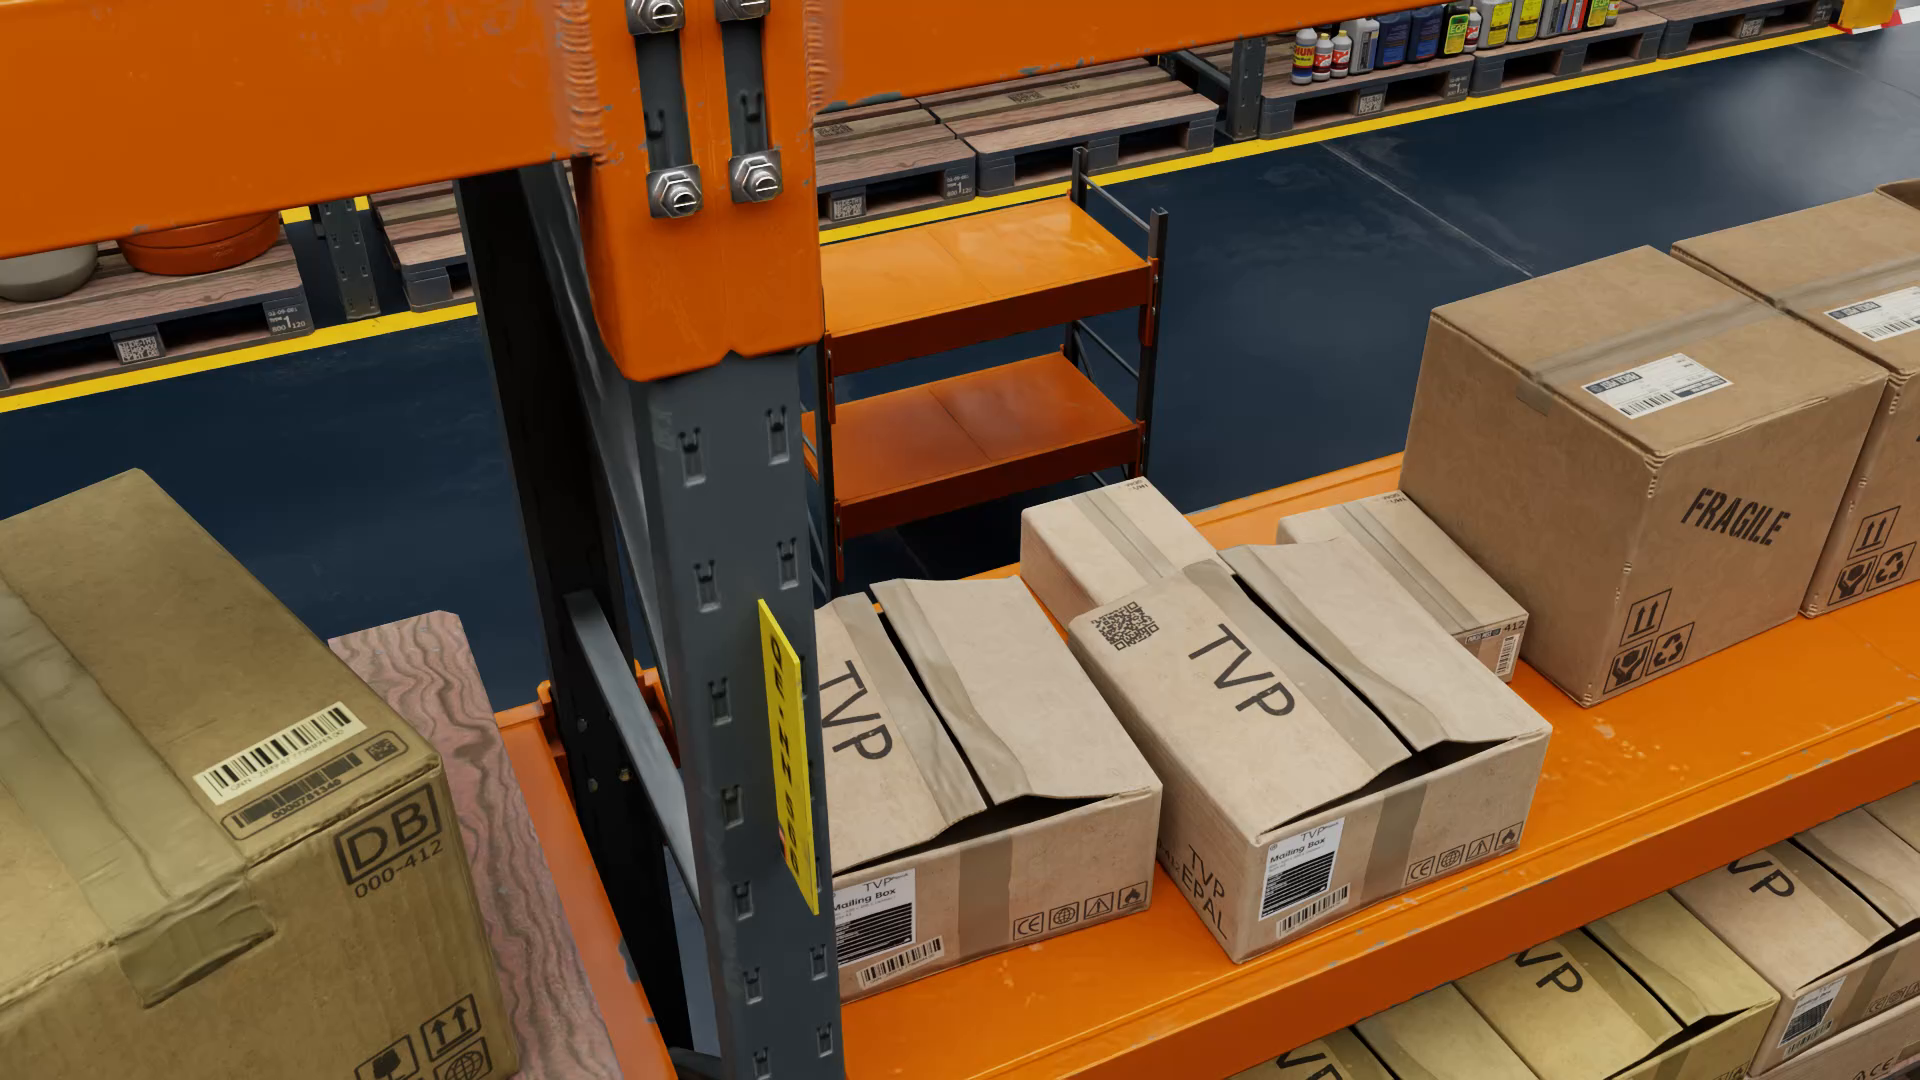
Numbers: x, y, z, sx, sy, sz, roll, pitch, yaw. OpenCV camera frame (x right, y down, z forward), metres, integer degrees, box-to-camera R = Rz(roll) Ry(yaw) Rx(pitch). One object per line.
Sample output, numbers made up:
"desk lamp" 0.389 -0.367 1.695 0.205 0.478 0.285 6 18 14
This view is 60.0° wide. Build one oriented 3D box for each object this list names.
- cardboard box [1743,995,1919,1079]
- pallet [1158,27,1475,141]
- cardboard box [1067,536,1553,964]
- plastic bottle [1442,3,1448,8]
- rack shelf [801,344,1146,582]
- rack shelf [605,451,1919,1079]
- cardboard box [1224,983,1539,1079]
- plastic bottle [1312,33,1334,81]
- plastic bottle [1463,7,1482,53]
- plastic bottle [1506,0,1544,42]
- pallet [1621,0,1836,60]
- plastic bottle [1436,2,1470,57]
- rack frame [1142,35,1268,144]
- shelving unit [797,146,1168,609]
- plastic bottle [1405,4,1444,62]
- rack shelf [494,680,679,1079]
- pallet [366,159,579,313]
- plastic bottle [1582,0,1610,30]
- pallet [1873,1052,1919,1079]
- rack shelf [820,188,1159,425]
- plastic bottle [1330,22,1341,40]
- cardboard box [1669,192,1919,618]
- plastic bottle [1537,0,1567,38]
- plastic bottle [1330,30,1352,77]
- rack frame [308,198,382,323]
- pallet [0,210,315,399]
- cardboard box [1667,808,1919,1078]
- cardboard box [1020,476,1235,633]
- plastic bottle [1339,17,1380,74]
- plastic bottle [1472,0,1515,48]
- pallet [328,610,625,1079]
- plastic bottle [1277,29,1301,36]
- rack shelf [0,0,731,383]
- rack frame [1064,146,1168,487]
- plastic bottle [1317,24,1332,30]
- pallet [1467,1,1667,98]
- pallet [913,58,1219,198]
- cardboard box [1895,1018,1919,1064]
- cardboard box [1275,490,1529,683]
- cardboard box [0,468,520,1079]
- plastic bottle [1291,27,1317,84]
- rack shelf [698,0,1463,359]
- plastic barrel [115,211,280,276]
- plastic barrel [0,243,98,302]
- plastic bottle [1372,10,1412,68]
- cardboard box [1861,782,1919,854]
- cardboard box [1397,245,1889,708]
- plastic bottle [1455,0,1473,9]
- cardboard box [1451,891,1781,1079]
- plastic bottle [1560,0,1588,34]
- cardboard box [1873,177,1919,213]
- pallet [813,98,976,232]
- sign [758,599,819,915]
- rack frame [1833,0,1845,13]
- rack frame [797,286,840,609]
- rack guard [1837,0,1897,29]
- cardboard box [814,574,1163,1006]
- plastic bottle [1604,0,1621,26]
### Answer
"cardboard box" 1.587 0.919 3.448 0.500 0.250 0.500 -15 39 -19
"pallet" 1.747 -2.362 8.258 1.213 0.211 1.003 -16 39 -20
"cardboard box" 0.493 0.264 2.451 0.500 0.311 0.500 -16 39 -20
"plastic bottle" 2.316 -2.501 8.026 0.097 0.271 0.097 0 37 0
"rack shelf" -0.006 -0.254 5.058 1.000 0.278 0.538 -16 39 -20
"rack shelf" 1.412 0.133 3.157 4.000 0.370 1.077 -16 39 -20
"cardboard box" 0.672 0.949 2.938 0.500 0.311 0.500 -17 40 -21
"plastic bottle" 1.688 -2.258 7.756 0.097 0.201 0.097 0 37 0
"plastic bottle" 2.465 -2.475 8.049 0.097 0.201 0.097 0 37 0
"plastic bottle" 2.752 -2.631 8.133 0.185 0.351 0.144 -14 39 -18
"pallet" 3.955 -2.980 9.091 1.213 0.211 1.003 -16 39 -20
"plastic bottle" 2.366 -2.468 7.971 0.133 0.283 0.061 -14 39 -18
"rack frame" 1.121 -3.335 7.228 0.127 3.000 1.000 -16 39 -20
"shelving unit" -0.006 -0.450 4.913 1.048 1.125 0.538 -16 39 -20
"plastic bottle" 2.199 -2.476 7.925 0.185 0.351 0.144 -17 40 -22
"rack shelf" -2.209 1.145 1.792 4.000 0.370 1.077 -16 39 -20
"pallet" -1.782 -1.378 6.930 1.213 0.211 1.003 -16 39 -20
"plastic bottle" 3.168 -2.692 8.273 0.133 0.283 0.061 -15 39 -19
"pallet" 1.466 0.976 3.757 1.213 0.211 1.003 -16 39 -20
"rack shelf" -0.006 -0.685 4.738 1.000 0.278 0.538 -16 39 -20
"plastic bottle" 1.831 -2.419 7.904 0.133 0.283 0.061 -16 39 -20
"cardboard box" 1.590 -0.257 2.995 0.500 0.500 0.500 -16 39 -20
"plastic bottle" 2.900 -2.645 8.215 0.135 0.276 0.152 -17 40 -21
"plastic bottle" 1.780 -2.283 7.790 0.097 0.201 0.097 0 37 0
"rack frame" -2.500 -2.322 5.863 0.127 3.000 1.000 -16 39 -20
"pallet" -3.196 -0.980 6.395 1.213 0.211 1.003 -16 39 -20
"cardboard box" 1.600 0.690 3.286 0.500 0.311 0.500 -16 39 -21
"cardboard box" 0.298 0.074 2.843 0.250 0.149 0.380 -16 39 -20
"plastic bottle" 1.877 -2.358 7.829 0.135 0.276 0.152 -14 39 -18
"plastic bottle" 2.584 -2.584 8.070 0.185 0.351 0.144 -16 39 -20
"pallet" -0.983 0.636 2.035 1.003 0.211 1.213 -16 39 -20
"plastic bottle" 1.643 -2.688 8.211 0.185 0.351 0.144 -16 39 -20
"rack shelf" -2.209 -0.060 0.899 4.000 0.370 1.077 -16 39 -20
"rack frame" 0.454 -0.579 5.086 0.032 1.125 0.500 -16 39 -20
"plastic bottle" 1.841 -2.711 8.304 0.135 0.276 0.152 -16 39 -20
"pallet" 2.853 -2.674 8.677 1.213 0.211 1.003 -16 39 -20
"pallet" 0.426 -1.995 7.763 1.213 0.211 1.003 -16 39 -20
"cardboard box" 2.048 0.791 3.621 0.500 0.250 0.500 -15 39 -19
"cardboard box" 0.732 0.098 2.811 0.250 0.149 0.380 -13 38 -17
"cardboard box" -0.921 0.361 1.809 0.500 0.500 0.700 -30 46 -34
"plastic bottle" 1.596 -2.260 7.700 0.097 0.271 0.097 0 37 0
"rack shelf" 1.412 -1.072 2.264 4.000 0.370 1.077 -16 39 -20
"plastic barrel" -2.936 -1.486 6.205 0.708 0.830 0.600 -16 39 -20
"plastic barrel" -3.409 -1.168 6.042 0.421 0.512 0.421 0 37 0
"plastic bottle" 2.028 -2.428 7.860 0.185 0.351 0.144 -15 39 -19
"cardboard box" 2.056 0.565 3.455 0.500 0.311 0.500 -16 39 -20
"cardboard box" 1.113 -0.124 2.815 0.500 0.500 0.500 -18 40 -22
"plastic bottle" 2.498 -2.627 8.191 0.135 0.276 0.152 -16 39 -20
"cardboard box" 1.135 0.821 3.110 0.500 0.311 0.500 -17 40 -21
"plastic bottle" 3.026 -2.680 8.262 0.135 0.276 0.152 -15 39 -20
"cardboard box" 2.043 -0.384 3.166 0.500 0.500 0.500 -13 38 -17
"pallet" -0.679 -1.684 7.343 1.213 0.211 1.003 -16 39 -20
"sign" -0.160 0.207 1.548 0.005 0.325 0.100 -16 39 -20
"rack frame" 4.742 -4.347 8.593 0.127 3.000 1.000 -16 39 -20
"rack frame" -0.466 -0.321 4.739 0.032 1.125 0.500 -16 39 -20
"rack guard" 4.693 -3.299 9.278 0.348 0.500 1.175 -16 39 -20
"cardboard box" -0.051 0.317 2.379 0.500 0.311 0.500 -13 39 -17
"plastic bottle" 3.266 -2.699 8.350 0.097 0.201 0.097 0 37 0
